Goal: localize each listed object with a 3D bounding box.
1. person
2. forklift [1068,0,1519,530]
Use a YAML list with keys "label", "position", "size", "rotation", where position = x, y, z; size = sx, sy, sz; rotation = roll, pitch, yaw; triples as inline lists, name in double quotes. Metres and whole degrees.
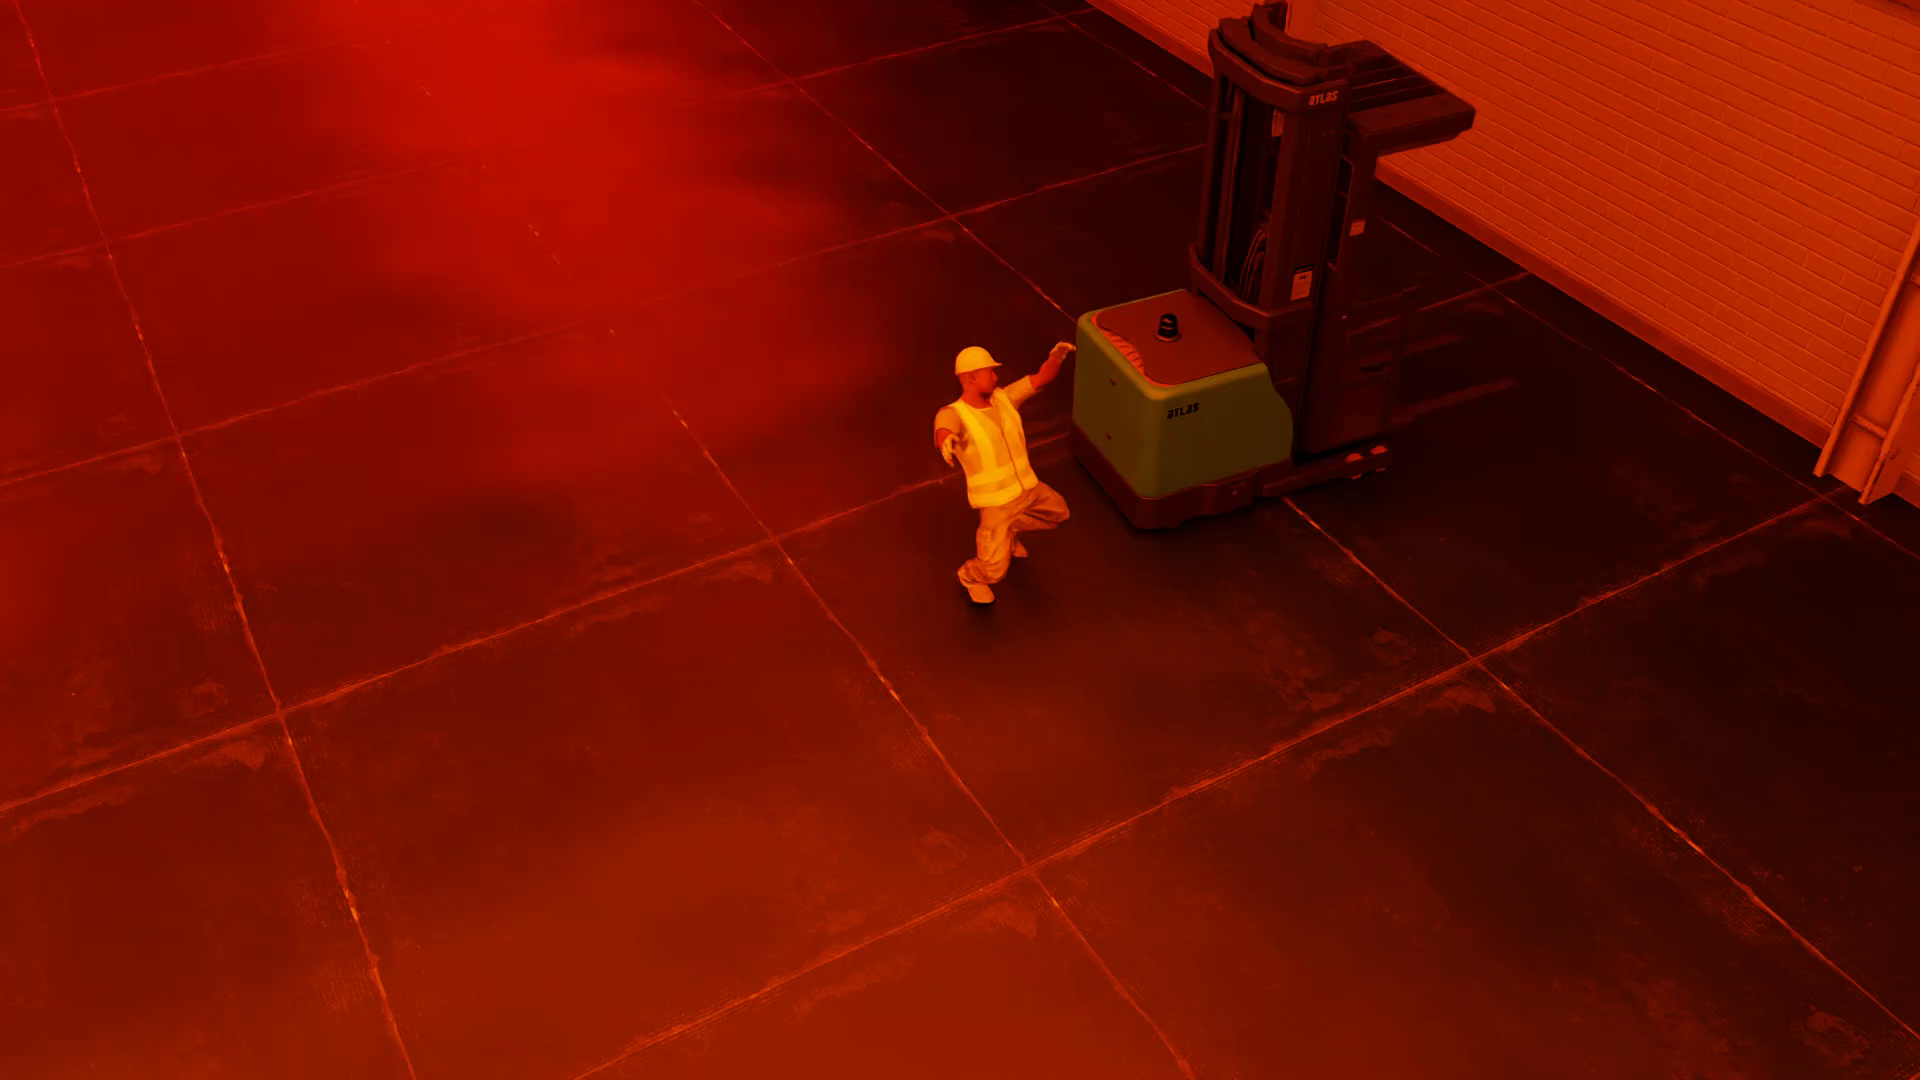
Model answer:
- label: "person"
  position: [0.101, -0.343, 9.424]
  size: [0.690, 1.649, 1.077]
  rotation: [28, 47, 30]
- label: "forklift"
  position: [2.277, -1.818, 10.228]
  size: [3.031, 2.935, 1.130]
  rotation: [-16, 42, -18]
